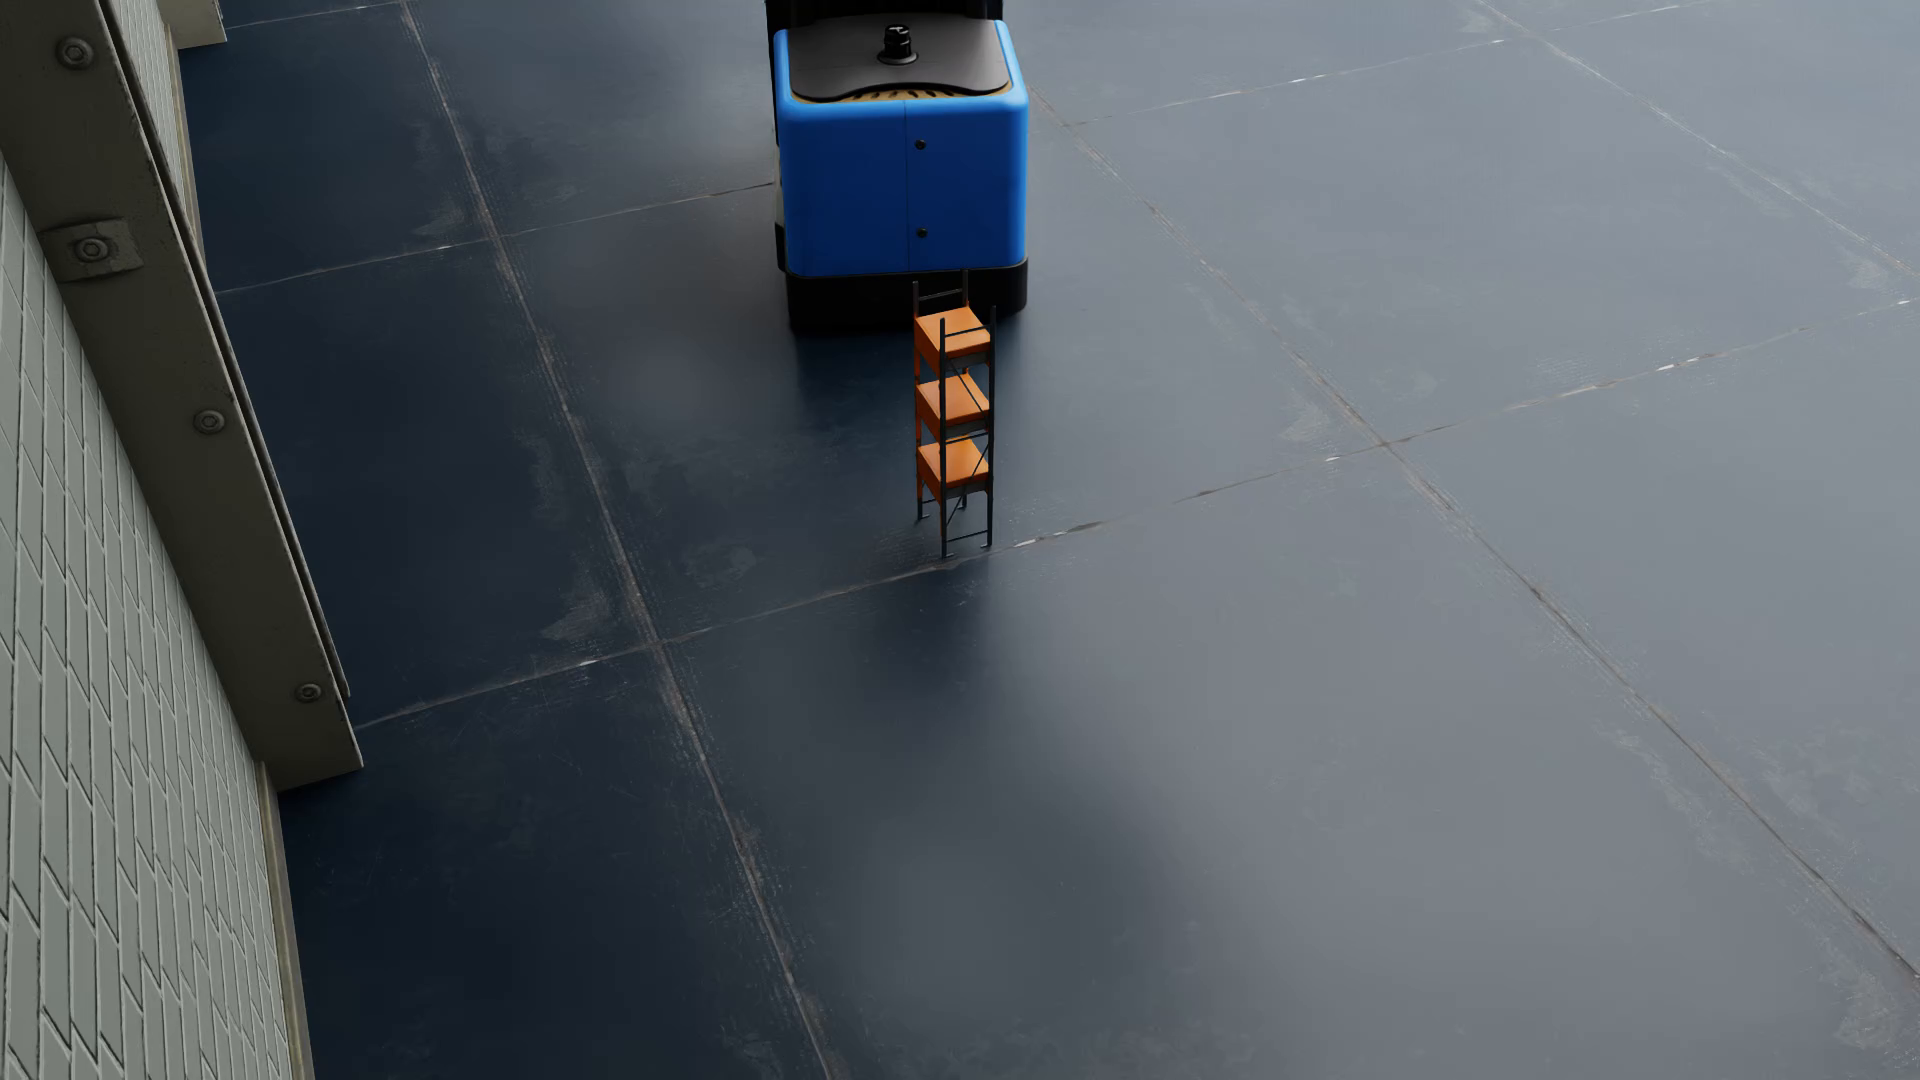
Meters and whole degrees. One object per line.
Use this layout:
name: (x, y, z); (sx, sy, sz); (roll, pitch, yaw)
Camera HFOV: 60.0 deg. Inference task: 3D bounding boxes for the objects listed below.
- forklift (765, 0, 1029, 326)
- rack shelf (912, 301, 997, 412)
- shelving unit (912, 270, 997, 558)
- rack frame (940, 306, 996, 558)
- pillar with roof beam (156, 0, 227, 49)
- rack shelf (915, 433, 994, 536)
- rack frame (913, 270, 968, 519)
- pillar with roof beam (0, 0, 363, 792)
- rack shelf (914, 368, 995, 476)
forklift: (-0.373, -2.996, 7.486); (1.130, 2.935, 3.031); (-4, 41, -5)
rack shelf: (-0.020, -0.637, 5.767); (0.215, 0.259, 0.240); (-15, 43, -17)
shelving unit: (-0.020, -0.430, 5.945); (0.215, 1.050, 0.252); (-15, 43, -17)
rack frame: (0.026, -0.357, 5.860); (0.200, 1.050, 0.008); (-15, 43, -17)
pillar with roof beam: (-0.471, -7.443, 8.004); (9.100, 9.000, 0.400); (-15, 43, -17)
rack shelf: (-0.020, -0.212, 6.133); (0.215, 0.259, 0.240); (-15, 43, -17)
rack frame: (-0.067, -0.504, 6.031); (0.200, 1.050, 0.008); (-15, 43, -17)
pillar with roof beam: (1.825, -3.829, 3.800); (9.100, 9.000, 0.400); (-15, 43, -17)
rack shelf: (-0.020, -0.422, 5.952); (0.215, 0.259, 0.240); (-15, 43, -17)
